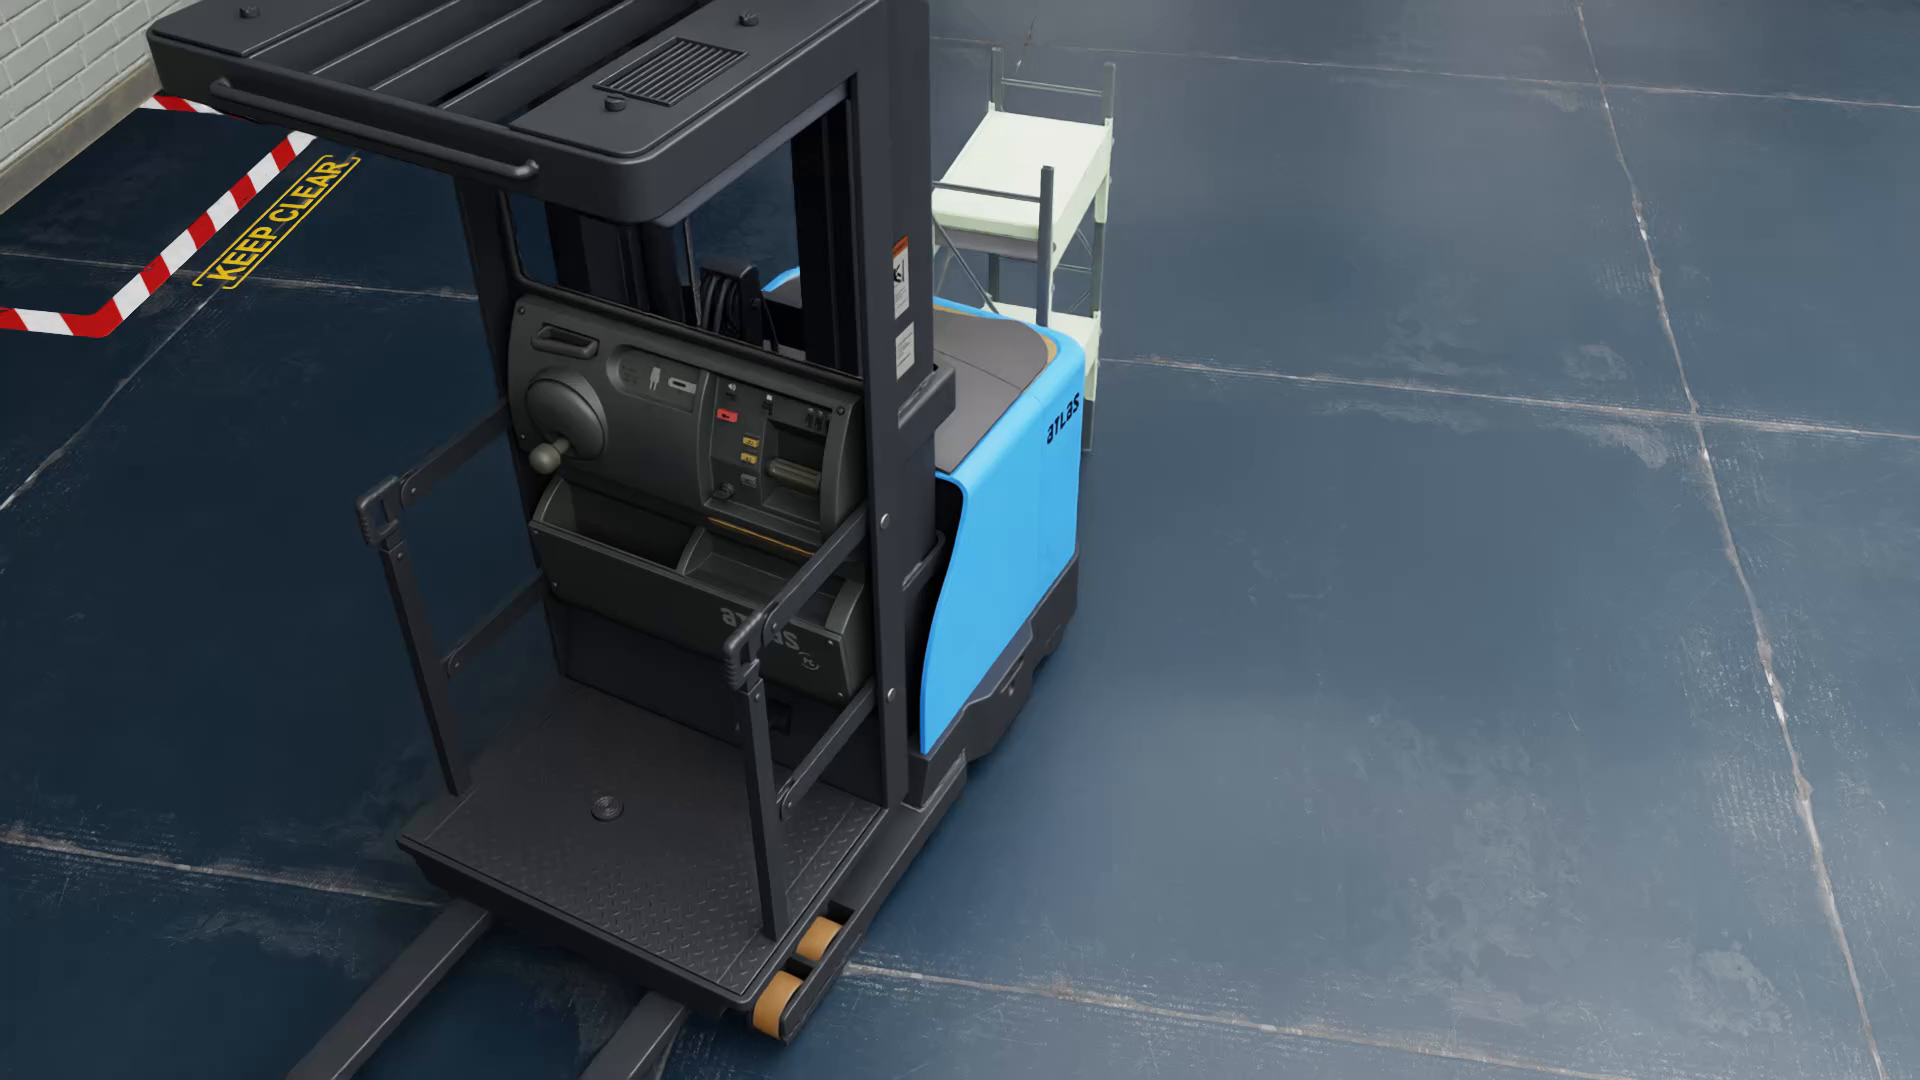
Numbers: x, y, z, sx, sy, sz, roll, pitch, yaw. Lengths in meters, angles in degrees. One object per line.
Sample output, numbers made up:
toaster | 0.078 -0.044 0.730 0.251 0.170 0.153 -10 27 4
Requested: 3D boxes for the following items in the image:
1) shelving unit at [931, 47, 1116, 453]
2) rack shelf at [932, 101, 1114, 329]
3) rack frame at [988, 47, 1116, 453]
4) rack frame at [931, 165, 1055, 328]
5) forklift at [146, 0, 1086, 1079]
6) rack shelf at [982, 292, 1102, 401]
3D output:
shelving unit | 0.182 -0.723 5.447 0.431 1.500 0.755 11 41 14
rack shelf | 0.182 -1.024 5.199 0.431 0.370 0.720 11 41 14
rack frame | 0.293 -0.945 5.716 0.400 1.500 0.023 11 41 14
rack frame | 0.071 -0.501 5.179 0.400 1.500 0.023 11 41 14
forklift | -0.758 -0.198 3.689 1.130 2.935 3.031 19 43 21
rack shelf | 0.182 -0.472 5.655 0.431 0.370 0.720 11 41 14
